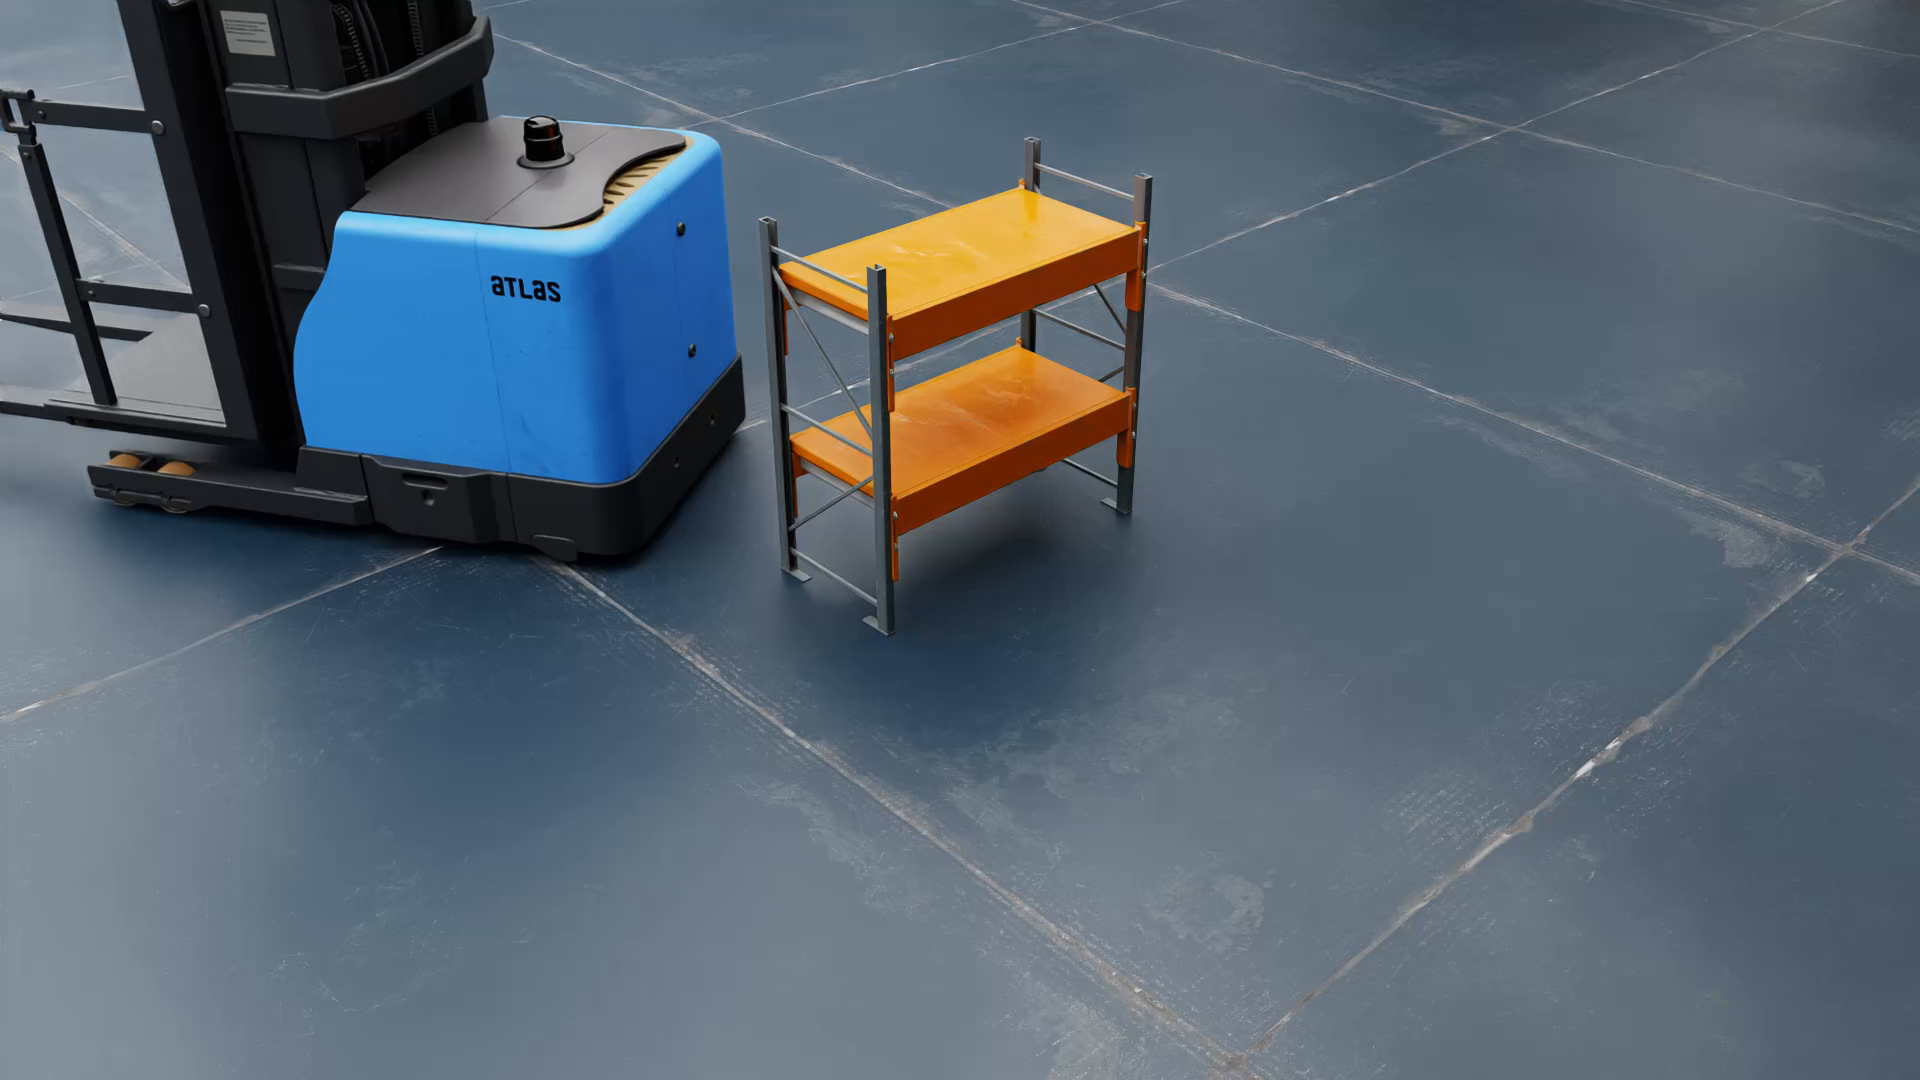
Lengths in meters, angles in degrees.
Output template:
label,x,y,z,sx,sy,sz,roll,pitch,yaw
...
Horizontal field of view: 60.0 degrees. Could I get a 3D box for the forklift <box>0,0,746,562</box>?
label,x,y,z,sx,sy,sz,roll,pitch,yaw
forklift,-2.323,-1.592,5.044,3.031,2.935,1.130,8,32,12

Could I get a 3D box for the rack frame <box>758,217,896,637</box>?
label,x,y,z,sx,sy,sz,roll,pitch,yaw
rack frame,-0.368,-0.302,4.666,0.032,1.125,0.500,-26,40,-35

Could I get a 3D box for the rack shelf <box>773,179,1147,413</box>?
label,x,y,z,sx,sy,sz,roll,pitch,yaw
rack shelf,0.005,-0.732,4.808,1.000,0.278,0.538,-26,40,-35

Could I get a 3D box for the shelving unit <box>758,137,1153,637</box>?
label,x,y,z,sx,sy,sz,roll,pitch,yaw
shelving unit,0.005,-0.482,4.960,1.048,1.125,0.538,-26,40,-35

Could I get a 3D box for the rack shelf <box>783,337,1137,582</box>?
label,x,y,z,sx,sy,sz,roll,pitch,yaw
rack shelf,0.005,-0.274,5.088,1.000,0.278,0.538,-26,40,-35

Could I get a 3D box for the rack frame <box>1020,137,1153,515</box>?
label,x,y,z,sx,sy,sz,roll,pitch,yaw
rack frame,0.378,-0.663,5.255,0.032,1.125,0.500,-26,40,-35
